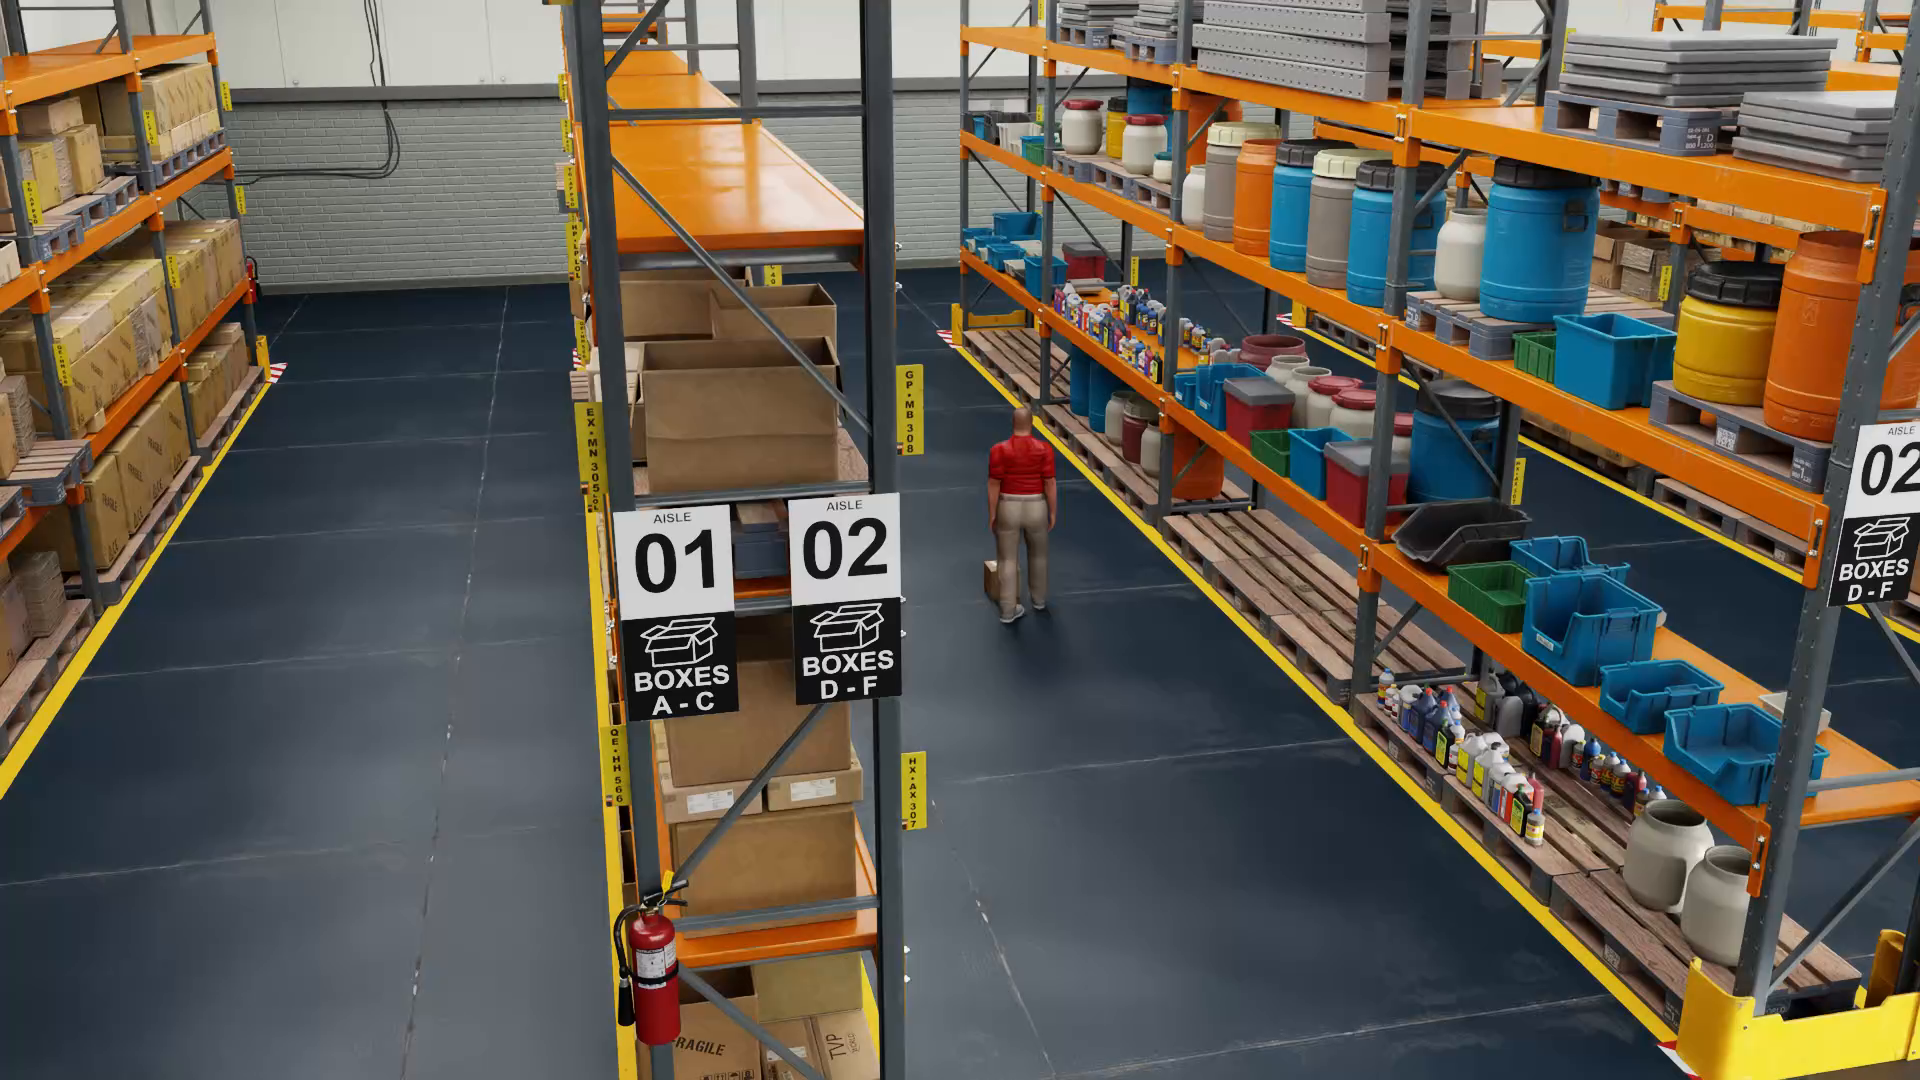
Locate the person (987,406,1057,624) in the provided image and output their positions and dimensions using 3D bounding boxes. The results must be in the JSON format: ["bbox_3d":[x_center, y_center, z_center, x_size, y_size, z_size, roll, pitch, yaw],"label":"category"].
[{"bbox_3d":[0.472,-0.247,13.092,0.541,1.719,0.616,-1,20,-3],"label":"person"}]
